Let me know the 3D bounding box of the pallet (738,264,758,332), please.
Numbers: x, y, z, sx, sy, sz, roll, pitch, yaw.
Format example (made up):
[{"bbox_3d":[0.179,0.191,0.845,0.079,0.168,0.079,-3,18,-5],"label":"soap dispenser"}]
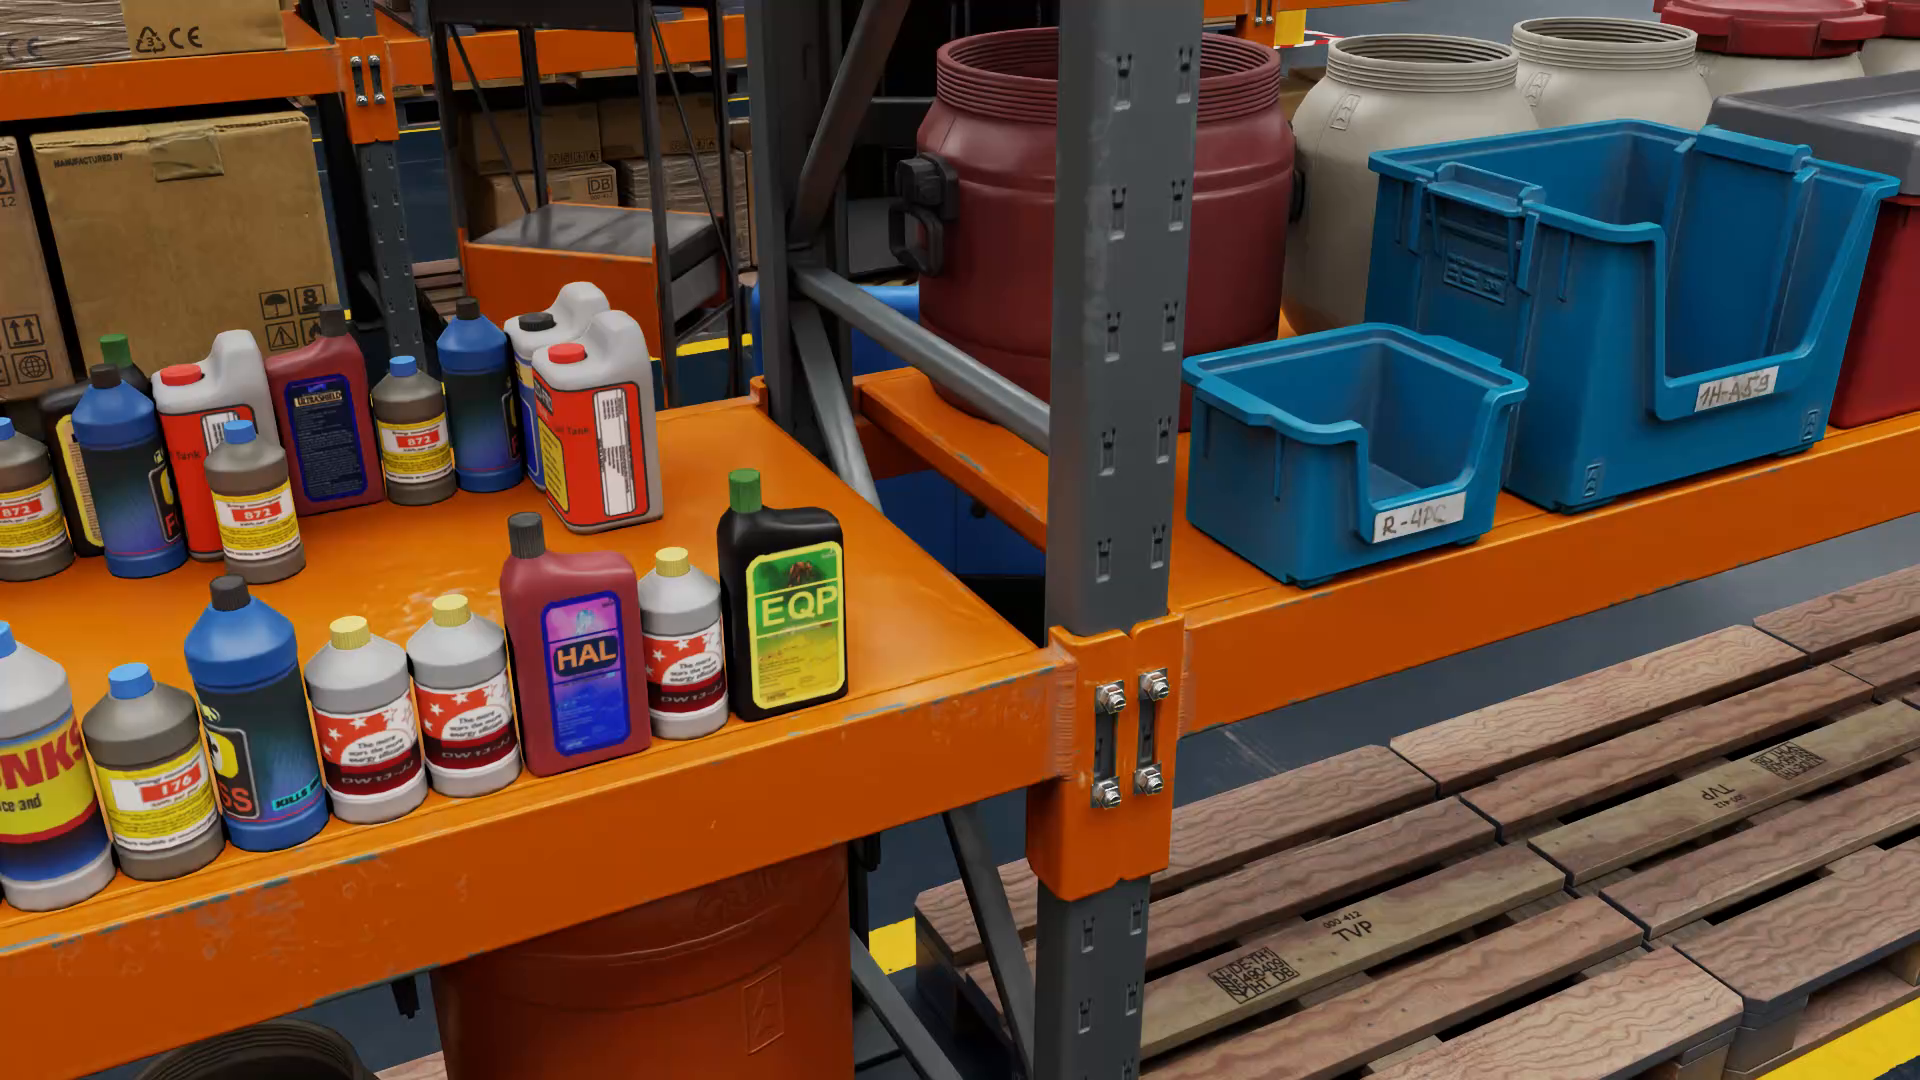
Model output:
[{"bbox_3d":[-0.602,-1.286,7.684,1.213,0.211,1.003,-13,29,-25],"label":"pallet"}]

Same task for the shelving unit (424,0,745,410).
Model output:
[{"bbox_3d":[-0.830,-0.526,3.920,0.503,2.100,0.431,7,27,14],"label":"shelving unit"}]

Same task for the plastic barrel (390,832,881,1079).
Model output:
[{"bbox_3d":[-0.460,0.649,2.455,0.708,0.830,0.600,-13,29,-25],"label":"plastic barrel"}]

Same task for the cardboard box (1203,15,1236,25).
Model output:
[{"bbox_3d":[1.879,-4.750,13.647,0.875,0.875,0.875,-13,28,-25],"label":"cardboard box"}]

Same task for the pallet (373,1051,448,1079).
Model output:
[{"bbox_3d":[-0.713,1.188,2.533,1.213,0.211,1.003,-13,29,-25],"label":"pallet"}]

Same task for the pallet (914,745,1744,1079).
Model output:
[{"bbox_3d":[0.665,0.868,3.198,1.213,0.211,1.003,-13,29,-25],"label":"pallet"}]

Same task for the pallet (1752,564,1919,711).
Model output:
[{"bbox_3d":[2.818,0.371,4.233,1.213,0.211,1.003,-13,29,-25],"label":"pallet"}]

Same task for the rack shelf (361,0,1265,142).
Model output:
[{"bbox_3d":[-0.603,-2.221,7.241,4.000,0.370,1.077,-13,29,-25],"label":"rack shelf"}]

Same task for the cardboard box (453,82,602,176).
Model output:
[{"bbox_3d":[-1.790,-1.695,6.828,0.500,0.250,0.500,-12,28,-23],"label":"cardboard box"}]

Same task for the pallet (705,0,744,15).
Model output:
[{"bbox_3d":[-0.640,-2.470,7.150,1.213,0.211,1.003,-13,29,-25],"label":"pallet"}]

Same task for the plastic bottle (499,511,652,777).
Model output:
[{"bbox_3d":[-0.397,0.099,1.713,0.133,0.283,0.061,-13,29,-25],"label":"plastic bottle"}]

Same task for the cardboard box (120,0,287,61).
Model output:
[{"bbox_3d":[-2.686,-1.988,5.808,0.500,0.500,0.500,-12,28,-24],"label":"cardboard box"}]

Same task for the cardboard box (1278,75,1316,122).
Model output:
[{"bbox_3d":[1.534,-2.081,8.521,0.500,0.500,0.500,-14,29,-27],"label":"cardboard box"}]

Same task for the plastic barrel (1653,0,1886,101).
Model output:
[{"bbox_3d":[1.516,-0.773,3.238,0.433,0.535,0.433,0,26,0],"label":"plastic barrel"}]

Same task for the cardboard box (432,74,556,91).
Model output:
[{"bbox_3d":[-3.263,-3.497,11.181,0.750,0.750,1.050,-13,28,-24],"label":"cardboard box"}]

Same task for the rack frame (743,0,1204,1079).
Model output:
[{"bbox_3d":[-0.037,-0.246,2.297,0.127,3.000,1.000,-13,29,-25],"label":"rack frame"}]

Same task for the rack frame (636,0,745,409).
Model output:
[{"bbox_3d":[-0.595,-0.497,3.859,0.015,2.100,0.400,7,27,14],"label":"rack frame"}]

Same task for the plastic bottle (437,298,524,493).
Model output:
[{"bbox_3d":[-0.686,-0.210,2.371,0.097,0.271,0.097,0,26,0],"label":"plastic bottle"}]

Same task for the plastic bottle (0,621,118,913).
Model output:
[{"bbox_3d":[-0.851,0.200,1.516,0.097,0.271,0.097,0,26,0],"label":"plastic bottle"}]

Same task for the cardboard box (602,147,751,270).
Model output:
[{"bbox_3d":[-1.302,-1.471,7.228,0.500,0.500,0.700,-16,30,-29],"label":"cardboard box"}]

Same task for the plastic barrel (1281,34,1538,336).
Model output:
[{"bbox_3d":[0.770,-0.587,2.879,0.421,0.512,0.421,0,26,0],"label":"plastic barrel"}]

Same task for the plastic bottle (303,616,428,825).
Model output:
[{"bbox_3d":[-0.593,0.172,1.655,0.097,0.201,0.097,0,26,0],"label":"plastic bottle"}]

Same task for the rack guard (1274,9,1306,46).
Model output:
[{"bbox_3d":[2.468,-4.560,14.170,0.348,0.500,1.175,-13,29,-25],"label":"rack guard"}]

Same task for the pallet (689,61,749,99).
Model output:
[{"bbox_3d":[-1.728,-3.424,12.138,1.213,0.211,1.003,-13,29,-25],"label":"pallet"}]

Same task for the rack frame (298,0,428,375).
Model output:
[{"bbox_3d":[-2.367,-2.138,6.237,0.127,3.000,1.000,-13,29,-25],"label":"rack frame"}]

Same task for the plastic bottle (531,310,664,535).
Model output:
[{"bbox_3d":[-0.499,-0.167,2.276,0.135,0.276,0.152,-13,29,-25],"label":"plastic bottle"}]

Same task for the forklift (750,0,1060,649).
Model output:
[{"bbox_3d":[0.008,-1.599,5.193,1.130,2.935,3.031,0,26,1],"label":"forklift"}]

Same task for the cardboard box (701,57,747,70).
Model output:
[{"bbox_3d":[-1.588,-3.881,11.983,0.750,0.750,1.050,-13,29,-25],"label":"cardboard box"}]

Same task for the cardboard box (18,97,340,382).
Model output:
[{"bbox_3d":[-2.986,-1.236,6.329,0.875,0.875,1.225,-14,29,-27],"label":"cardboard box"}]

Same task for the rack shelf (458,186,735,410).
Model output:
[{"bbox_3d":[-0.830,-0.514,3.926,0.480,0.518,0.431,7,27,14],"label":"rack shelf"}]

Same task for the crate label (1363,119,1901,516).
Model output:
[{"bbox_3d":[0.967,-0.361,2.495,0.616,0.435,0.502,-13,29,-25],"label":"crate label"}]

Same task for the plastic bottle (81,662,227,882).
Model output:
[{"bbox_3d":[-0.765,0.212,1.573,0.097,0.201,0.097,0,26,0],"label":"plastic bottle"}]

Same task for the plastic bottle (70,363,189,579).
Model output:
[{"bbox_3d":[-1.066,-0.093,2.126,0.097,0.271,0.097,0,26,0],"label":"plastic bottle"}]

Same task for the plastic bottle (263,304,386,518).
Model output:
[{"bbox_3d":[-0.882,-0.179,2.292,0.133,0.283,0.061,-13,29,-25],"label":"plastic bottle"}]

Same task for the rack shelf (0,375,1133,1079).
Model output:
[{"bbox_3d":[-1.802,0.486,1.604,4.000,0.370,1.077,-13,29,-25],"label":"rack shelf"}]

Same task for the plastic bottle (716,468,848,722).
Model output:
[{"bbox_3d":[-0.193,0.052,1.811,0.133,0.283,0.061,-13,29,-25],"label":"plastic bottle"}]

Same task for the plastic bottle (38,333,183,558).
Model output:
[{"bbox_3d":[-1.119,-0.125,2.179,0.133,0.283,0.061,-13,29,-25],"label":"plastic bottle"}]

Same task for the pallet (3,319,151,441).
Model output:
[{"bbox_3d":[-3.099,-0.749,6.566,1.213,0.211,1.003,-13,29,-25],"label":"pallet"}]
